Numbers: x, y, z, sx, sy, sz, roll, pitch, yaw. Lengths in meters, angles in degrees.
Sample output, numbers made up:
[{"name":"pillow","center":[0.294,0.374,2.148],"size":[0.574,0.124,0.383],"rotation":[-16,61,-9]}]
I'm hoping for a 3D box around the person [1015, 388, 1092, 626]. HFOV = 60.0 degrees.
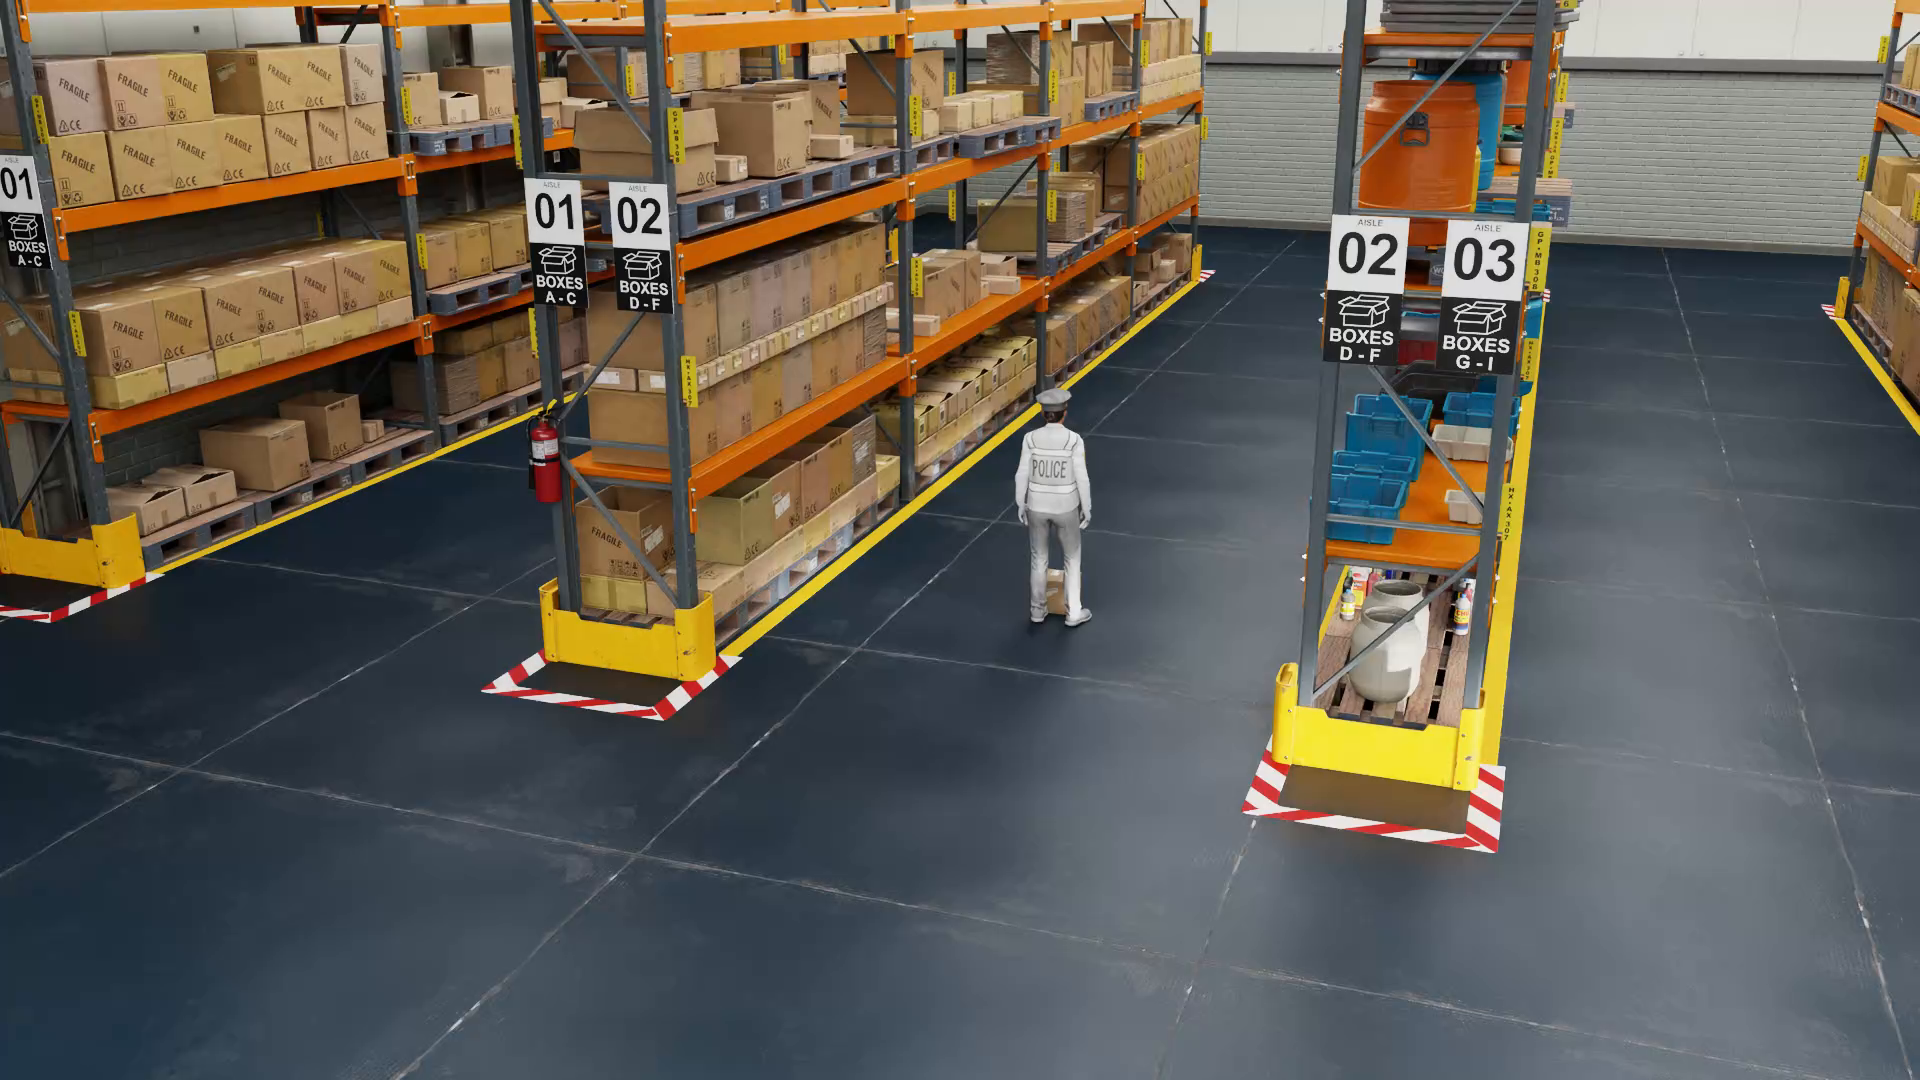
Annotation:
[{"name":"person","center":[0.657,-0.217,11.691],"size":[0.546,1.667,0.369],"rotation":[5,20,16]}]
